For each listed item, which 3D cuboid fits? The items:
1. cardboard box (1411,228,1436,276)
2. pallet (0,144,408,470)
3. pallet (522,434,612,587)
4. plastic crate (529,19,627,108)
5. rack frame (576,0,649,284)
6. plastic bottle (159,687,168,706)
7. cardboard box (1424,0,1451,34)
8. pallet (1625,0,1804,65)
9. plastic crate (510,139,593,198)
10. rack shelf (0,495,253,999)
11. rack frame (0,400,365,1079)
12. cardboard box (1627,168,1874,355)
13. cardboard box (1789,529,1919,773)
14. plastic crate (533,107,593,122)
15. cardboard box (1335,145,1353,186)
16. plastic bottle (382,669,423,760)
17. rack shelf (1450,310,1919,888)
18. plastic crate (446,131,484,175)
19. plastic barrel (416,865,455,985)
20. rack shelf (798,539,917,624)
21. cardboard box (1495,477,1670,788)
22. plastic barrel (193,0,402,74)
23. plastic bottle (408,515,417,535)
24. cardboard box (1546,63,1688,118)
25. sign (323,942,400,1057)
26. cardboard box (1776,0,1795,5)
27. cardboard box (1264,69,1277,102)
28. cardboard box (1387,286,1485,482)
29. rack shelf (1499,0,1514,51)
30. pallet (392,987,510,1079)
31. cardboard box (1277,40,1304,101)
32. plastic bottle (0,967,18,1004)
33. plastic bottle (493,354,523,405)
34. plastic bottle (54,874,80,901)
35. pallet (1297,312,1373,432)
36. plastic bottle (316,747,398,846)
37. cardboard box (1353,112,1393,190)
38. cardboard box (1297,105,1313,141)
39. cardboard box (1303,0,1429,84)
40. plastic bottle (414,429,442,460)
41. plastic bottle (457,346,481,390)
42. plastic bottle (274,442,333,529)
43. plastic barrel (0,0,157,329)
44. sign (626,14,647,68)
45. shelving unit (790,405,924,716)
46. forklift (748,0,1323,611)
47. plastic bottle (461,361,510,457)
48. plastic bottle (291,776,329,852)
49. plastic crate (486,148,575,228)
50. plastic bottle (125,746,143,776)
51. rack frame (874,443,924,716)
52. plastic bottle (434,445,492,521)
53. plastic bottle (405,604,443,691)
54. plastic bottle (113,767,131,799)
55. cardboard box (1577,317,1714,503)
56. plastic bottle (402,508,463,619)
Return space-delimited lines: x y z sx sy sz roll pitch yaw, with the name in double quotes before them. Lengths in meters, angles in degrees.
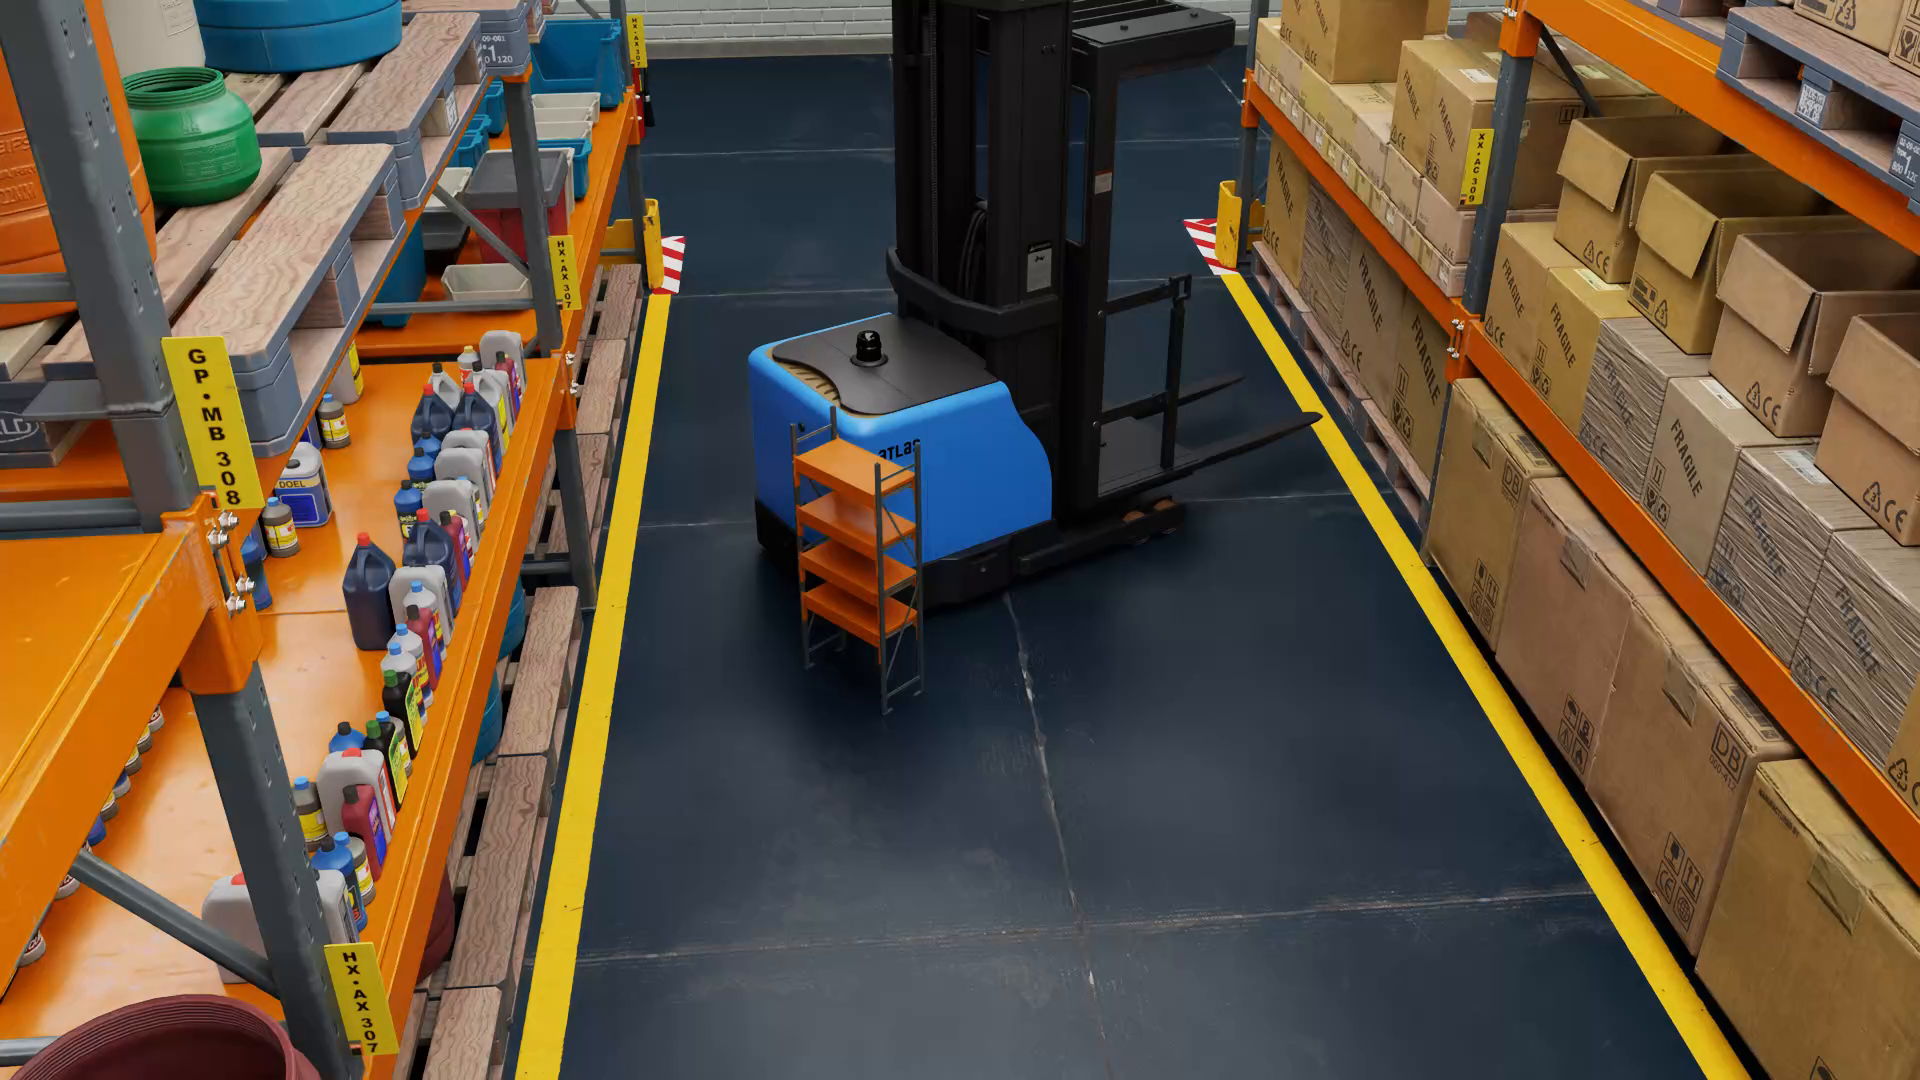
"cardboard box" 2.363 -1.366 7.856 0.380 0.149 0.250 -2 31 -4
"pallet" -1.789 -0.524 3.462 1.003 0.211 1.213 -3 31 -5
"pallet" -2.296 -0.141 8.280 1.003 0.211 1.213 -3 31 -5
"plastic crate" -2.345 -2.886 10.063 0.616 0.435 0.499 -3 31 -5
"rack frame" -2.563 -3.007 10.359 1.000 3.000 0.127 -3 31 -5
"plastic bottle" -2.385 0.358 4.839 0.061 0.283 0.133 -3 31 -5
"cardboard box" 2.676 -3.393 10.131 0.500 0.500 0.500 -2 31 -4
"pallet" 2.877 -1.942 5.837 0.805 0.209 1.217 -4 31 -7
"plastic crate" -2.116 -1.925 8.652 0.416 0.233 0.300 -3 31 -5
"rack shelf" -1.628 1.120 1.227 1.077 0.370 4.000 -3 31 -5
"rack frame" -1.815 1.078 3.521 1.000 3.000 0.127 -3 31 -5
"cardboard box" 2.863 -0.999 5.921 0.797 0.503 0.637 -2 31 -4
"cardboard box" 2.782 0.302 4.721 0.500 0.500 0.500 -3 31 -5
"plastic crate" -2.294 -2.363 9.480 0.396 0.136 0.243 -3 31 -5
"cardboard box" 2.245 -2.020 8.952 0.380 0.149 0.250 -2 31 -4
"plastic bottle" -1.566 0.467 4.657 0.061 0.283 0.133 -3 31 -5
"rack shelf" 2.929 0.128 5.812 1.077 0.370 4.000 -3 31 -5
"plastic crate" -2.716 -1.993 8.767 0.416 0.233 0.300 -3 31 -5
"plastic barrel" -1.983 1.107 5.414 0.600 0.588 0.708 -3 31 -5
"rack shelf" -0.420 0.151 6.959 0.480 0.148 0.258 26 39 36
"cardboard box" 2.906 0.312 6.465 1.225 0.875 0.875 -4 31 -6
"plastic barrel" -1.877 -1.784 4.488 0.600 0.901 0.708 -3 31 -5
"plastic bottle" -1.725 0.036 5.390 0.097 0.271 0.097 0 31 0
"cardboard box" 2.952 -1.844 7.537 0.500 0.500 0.500 -3 31 -5
"sign" -1.268 0.978 3.529 0.100 0.325 0.005 -3 31 -5
"cardboard box" 2.732 -1.795 5.240 0.380 0.149 0.250 -4 31 -7
"cardboard box" 2.099 -2.808 10.272 0.380 0.149 0.250 -3 31 -5
"cardboard box" 2.760 -0.811 8.345 0.875 0.875 0.875 -3 31 -5
"rack shelf" 2.555 -3.202 8.462 1.077 0.370 4.000 -3 31 -5
"pallet" -1.930 1.874 4.906 1.003 0.211 1.213 -3 31 -5
"cardboard box" 2.200 -2.784 9.843 0.500 0.250 0.500 -3 31 -5
"plastic bottle" -2.278 0.942 3.862 0.061 0.283 0.133 -3 31 -5
"plastic bottle" -1.792 -0.636 6.583 0.097 0.201 0.097 0 31 0
"plastic bottle" -2.292 0.799 4.181 0.097 0.201 0.097 0 31 0
"pallet" 2.632 -1.021 9.754 1.003 0.211 1.213 -3 31 -5
"plastic bottle" -1.577 0.658 4.344 0.152 0.276 0.135 -3 31 -5
"cardboard box" 2.341 -2.003 8.534 0.500 0.250 0.500 -2 31 -4
"cardboard box" 2.171 -2.415 9.613 0.380 0.149 0.250 -3 31 -6
"cardboard box" 2.246 -2.852 9.224 0.500 0.500 0.500 -4 31 -6
"plastic bottle" -1.872 -0.264 5.893 0.097 0.271 0.097 0 31 0
"plastic bottle" -1.953 -0.678 6.654 0.097 0.201 0.097 0 31 0
"plastic bottle" -2.287 -0.191 5.766 0.152 0.276 0.135 -3 31 -5
"plastic barrel" -1.865 -0.865 3.019 0.600 0.830 0.708 -3 31 -5
"sign" -2.017 -3.112 10.375 0.100 0.325 0.005 -3 31 -5
"shelving unit" -0.420 0.093 6.924 0.503 1.200 0.258 26 39 36
"forklift" 0.515 -1.438 7.800 3.031 2.935 1.130 -19 36 -29
"plastic bottle" -1.777 -0.490 6.193 0.144 0.351 0.185 -3 31 -5
"plastic bottle" -1.700 0.706 4.337 0.097 0.201 0.097 0 31 0
"plastic crate" -2.148 -1.728 8.275 0.437 0.282 0.530 -3 31 -5
"plastic bottle" -2.337 0.551 4.597 0.097 0.201 0.097 0 31 0
"rack frame" -0.243 0.179 6.780 0.015 1.200 0.240 26 39 36
"plastic bottle" -1.737 -0.213 5.802 0.152 0.276 0.135 -3 31 -5
"plastic bottle" -1.596 0.299 4.938 0.061 0.283 0.133 -3 31 -5
"plastic bottle" -2.328 0.570 4.496 0.097 0.271 0.097 0 31 0
"cardboard box" 2.631 -0.486 6.041 0.500 0.500 0.500 -3 31 -6
"plastic bottle" -1.674 0.072 5.252 0.144 0.351 0.185 -3 31 -5
